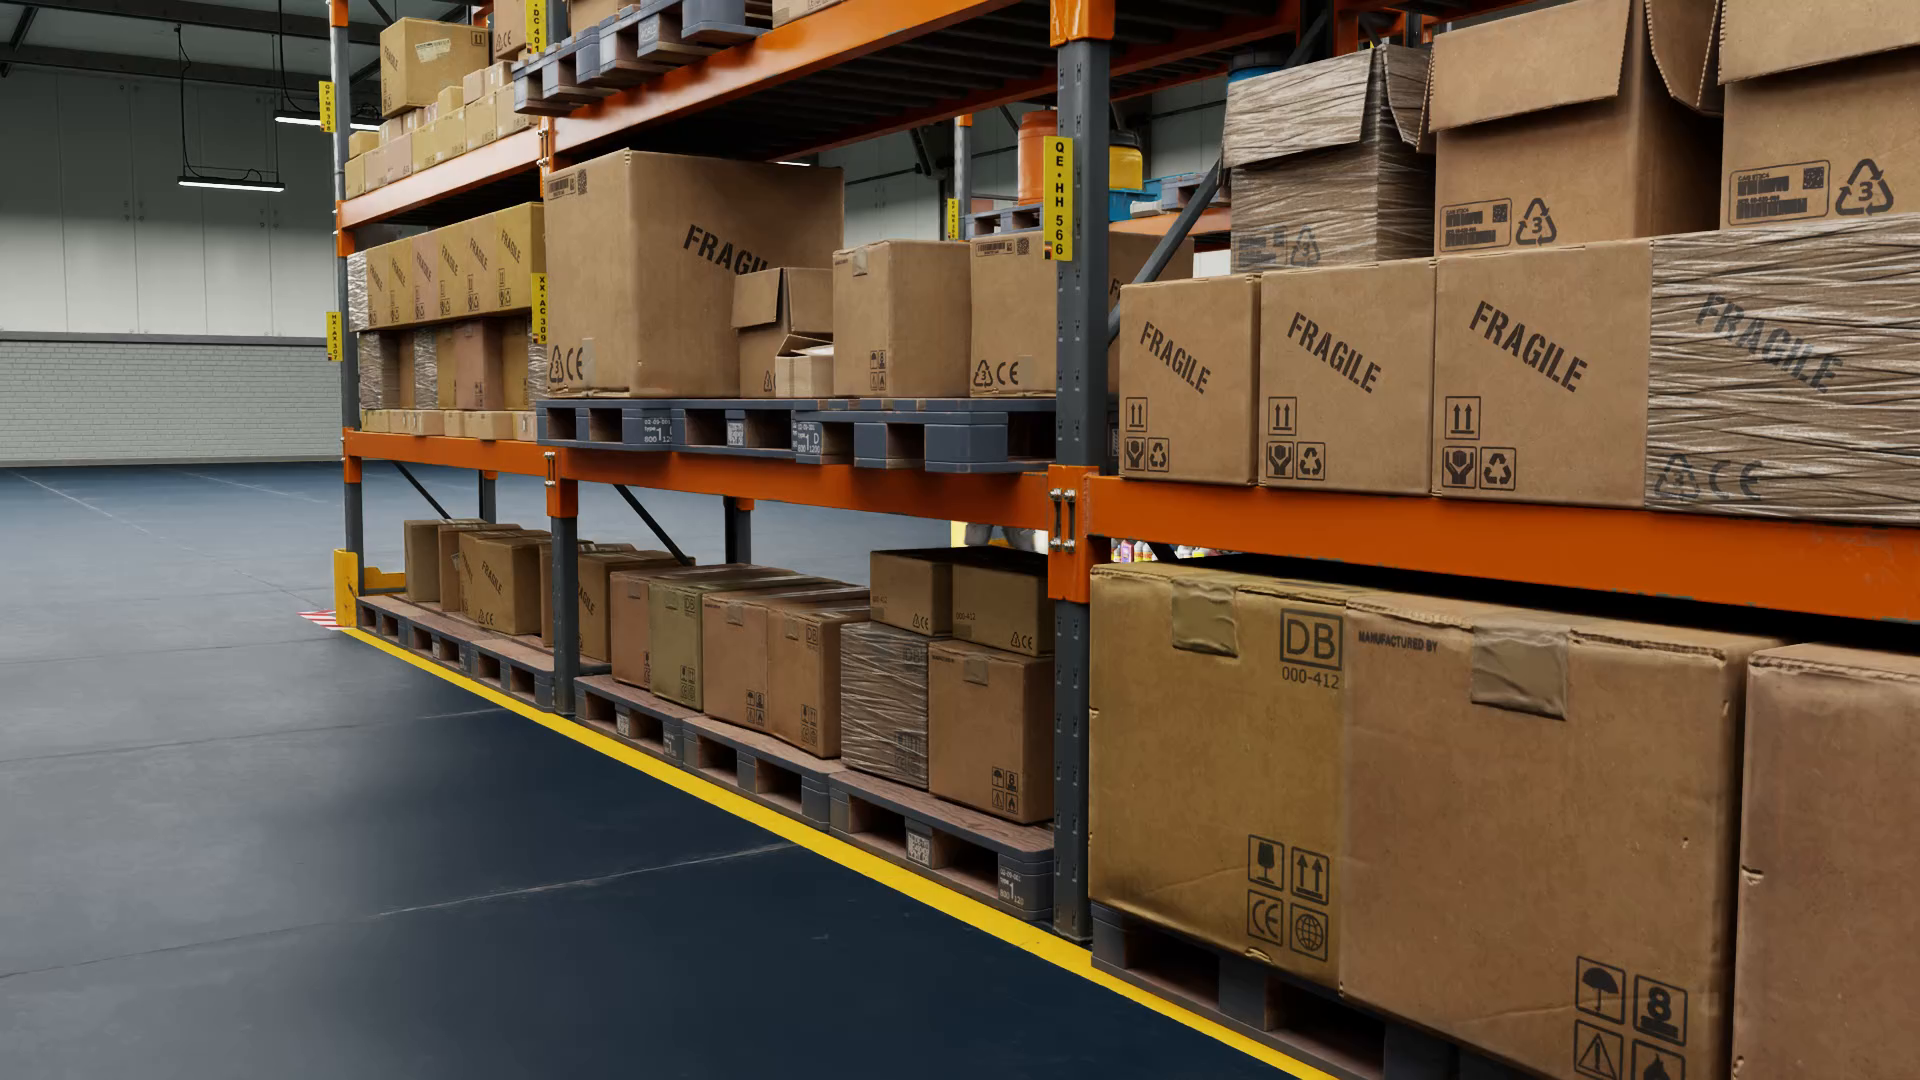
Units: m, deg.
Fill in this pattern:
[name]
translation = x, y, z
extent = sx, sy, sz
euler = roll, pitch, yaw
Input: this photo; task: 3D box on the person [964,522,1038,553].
[person]
translation = 0.279, -0.193, 10.278
extent = 0.600, 1.640, 0.754
euler = 3, 6, 33
